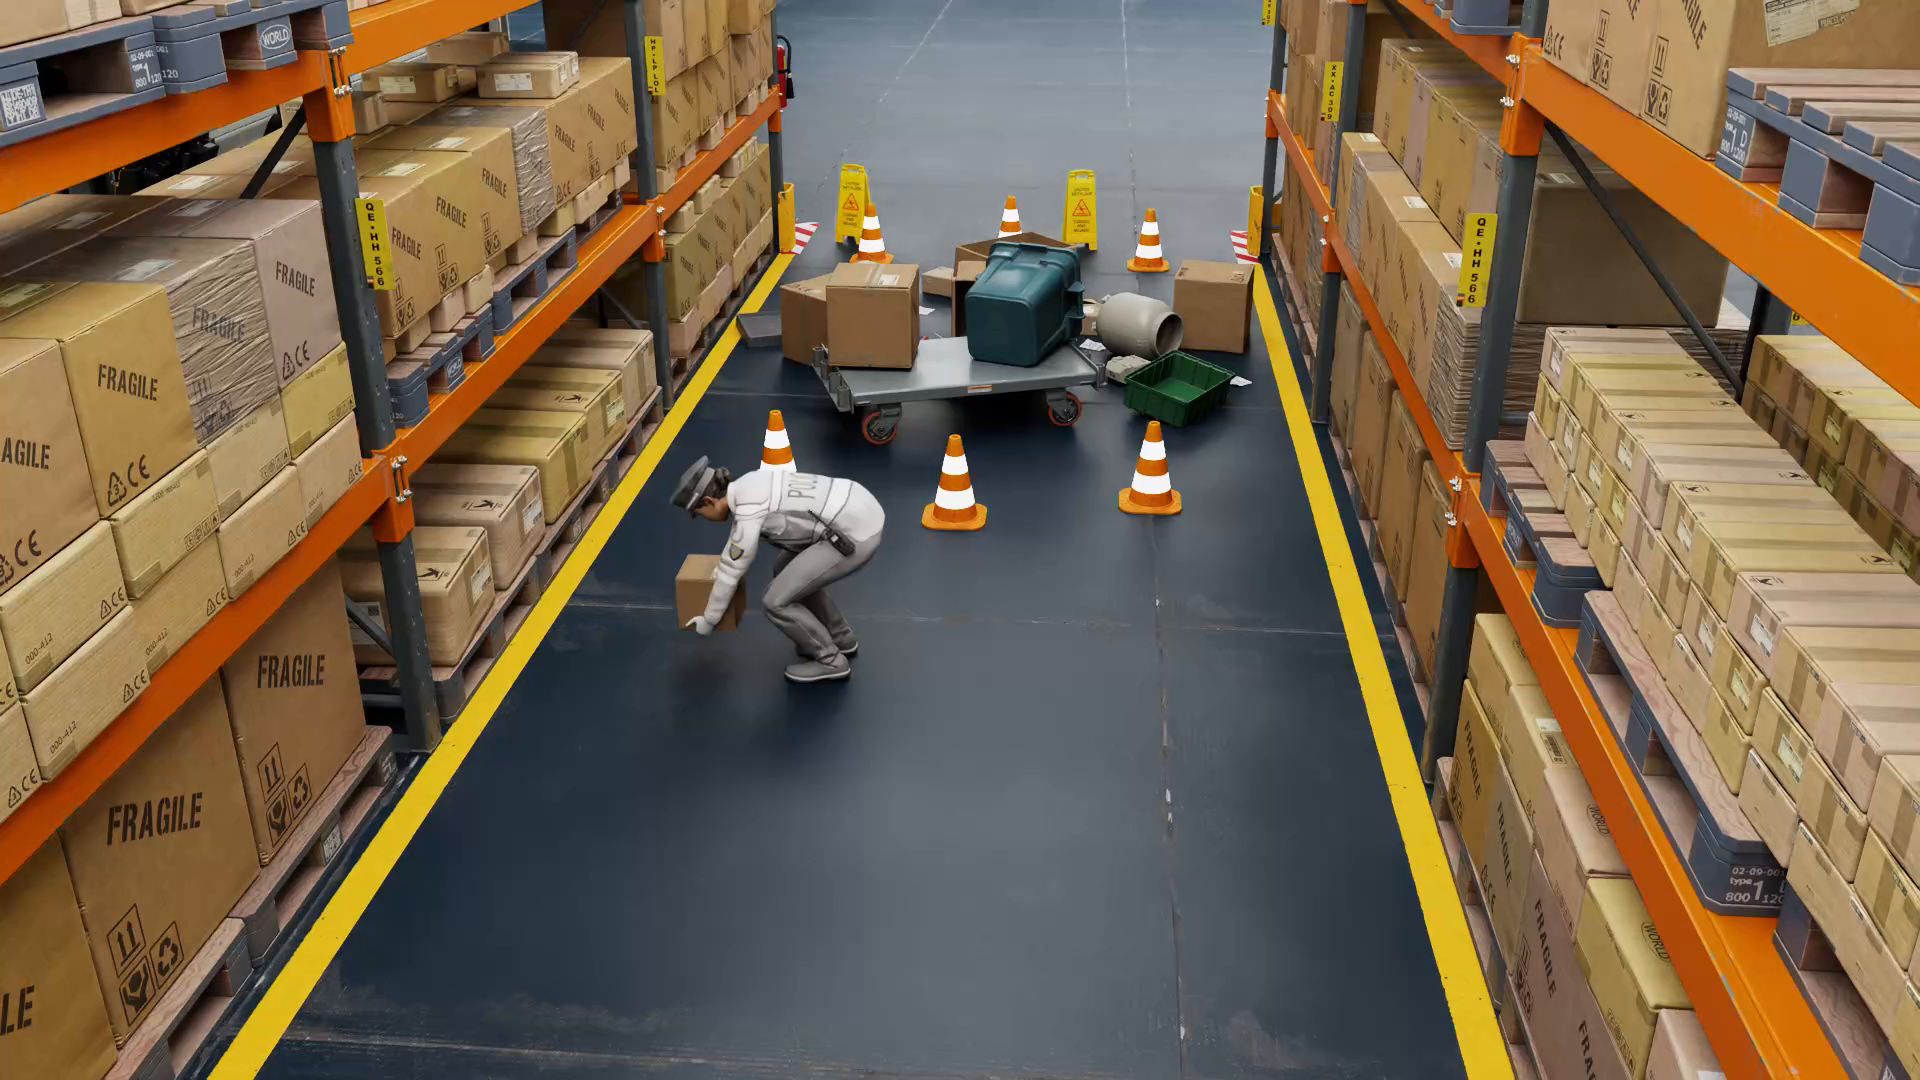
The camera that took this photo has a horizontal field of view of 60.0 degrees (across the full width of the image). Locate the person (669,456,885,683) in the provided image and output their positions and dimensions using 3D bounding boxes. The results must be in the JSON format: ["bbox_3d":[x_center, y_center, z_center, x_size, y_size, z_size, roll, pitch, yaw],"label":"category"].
[{"bbox_3d":[-0.781,0.106,7.195,0.915,0.983,0.467,1,25,2],"label":"person"}]
